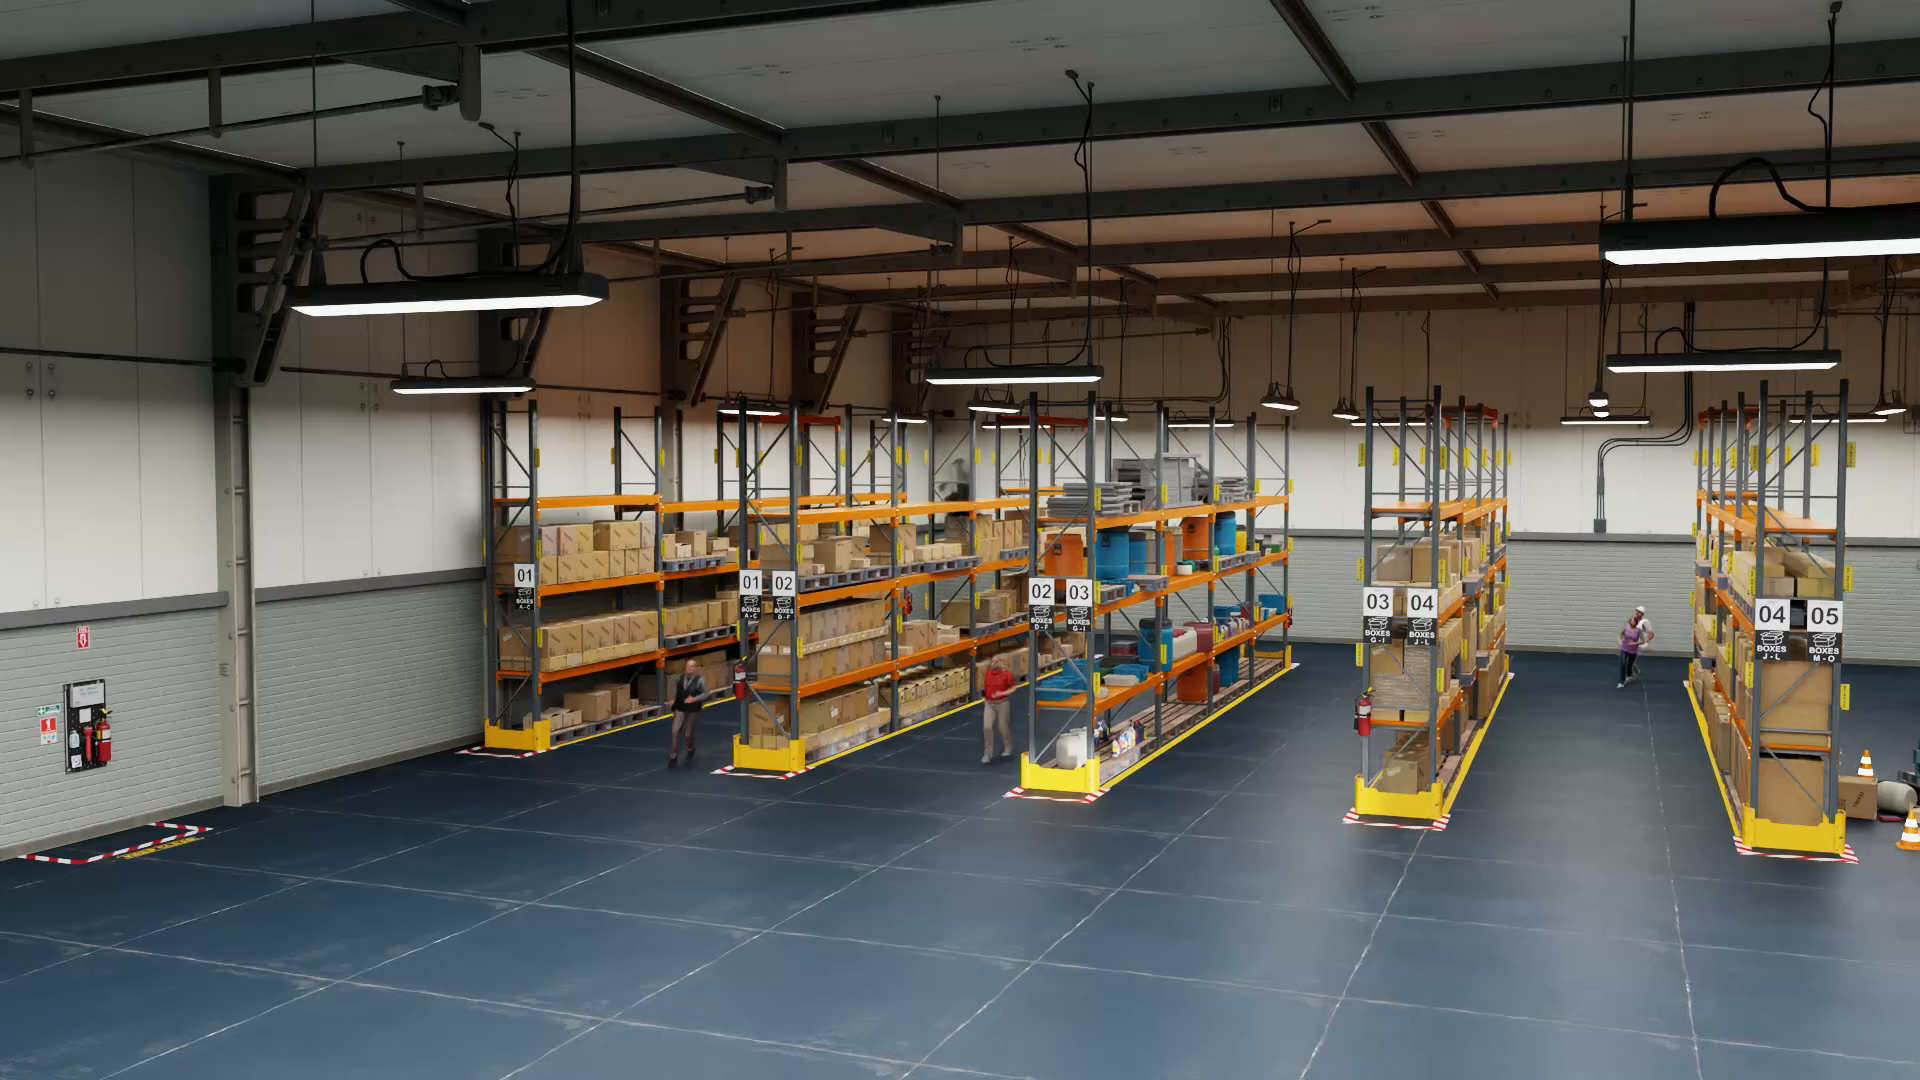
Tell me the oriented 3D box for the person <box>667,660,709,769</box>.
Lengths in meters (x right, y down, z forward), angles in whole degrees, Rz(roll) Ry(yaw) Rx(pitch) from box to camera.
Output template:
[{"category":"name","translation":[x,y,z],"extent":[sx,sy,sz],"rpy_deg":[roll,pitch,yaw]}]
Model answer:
[{"category":"person","translation":[-4.423,2.814,27.133],"extent":[0.680,1.717,0.889],"rpy_deg":[0,3,9]}]

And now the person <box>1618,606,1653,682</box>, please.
[{"category":"person","translation":[14.956,2.323,36.949],"extent":[0.540,1.720,0.744],"rpy_deg":[-1,3,-17]}]

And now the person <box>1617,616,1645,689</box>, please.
[{"category":"person","translation":[14.639,2.449,36.246],"extent":[0.577,1.588,0.800],"rpy_deg":[2,3,35]}]

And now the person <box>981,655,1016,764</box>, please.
[{"category":"person","translation":[0.641,2.788,27.536],"extent":[0.651,1.774,0.837],"rpy_deg":[1,3,24]}]
